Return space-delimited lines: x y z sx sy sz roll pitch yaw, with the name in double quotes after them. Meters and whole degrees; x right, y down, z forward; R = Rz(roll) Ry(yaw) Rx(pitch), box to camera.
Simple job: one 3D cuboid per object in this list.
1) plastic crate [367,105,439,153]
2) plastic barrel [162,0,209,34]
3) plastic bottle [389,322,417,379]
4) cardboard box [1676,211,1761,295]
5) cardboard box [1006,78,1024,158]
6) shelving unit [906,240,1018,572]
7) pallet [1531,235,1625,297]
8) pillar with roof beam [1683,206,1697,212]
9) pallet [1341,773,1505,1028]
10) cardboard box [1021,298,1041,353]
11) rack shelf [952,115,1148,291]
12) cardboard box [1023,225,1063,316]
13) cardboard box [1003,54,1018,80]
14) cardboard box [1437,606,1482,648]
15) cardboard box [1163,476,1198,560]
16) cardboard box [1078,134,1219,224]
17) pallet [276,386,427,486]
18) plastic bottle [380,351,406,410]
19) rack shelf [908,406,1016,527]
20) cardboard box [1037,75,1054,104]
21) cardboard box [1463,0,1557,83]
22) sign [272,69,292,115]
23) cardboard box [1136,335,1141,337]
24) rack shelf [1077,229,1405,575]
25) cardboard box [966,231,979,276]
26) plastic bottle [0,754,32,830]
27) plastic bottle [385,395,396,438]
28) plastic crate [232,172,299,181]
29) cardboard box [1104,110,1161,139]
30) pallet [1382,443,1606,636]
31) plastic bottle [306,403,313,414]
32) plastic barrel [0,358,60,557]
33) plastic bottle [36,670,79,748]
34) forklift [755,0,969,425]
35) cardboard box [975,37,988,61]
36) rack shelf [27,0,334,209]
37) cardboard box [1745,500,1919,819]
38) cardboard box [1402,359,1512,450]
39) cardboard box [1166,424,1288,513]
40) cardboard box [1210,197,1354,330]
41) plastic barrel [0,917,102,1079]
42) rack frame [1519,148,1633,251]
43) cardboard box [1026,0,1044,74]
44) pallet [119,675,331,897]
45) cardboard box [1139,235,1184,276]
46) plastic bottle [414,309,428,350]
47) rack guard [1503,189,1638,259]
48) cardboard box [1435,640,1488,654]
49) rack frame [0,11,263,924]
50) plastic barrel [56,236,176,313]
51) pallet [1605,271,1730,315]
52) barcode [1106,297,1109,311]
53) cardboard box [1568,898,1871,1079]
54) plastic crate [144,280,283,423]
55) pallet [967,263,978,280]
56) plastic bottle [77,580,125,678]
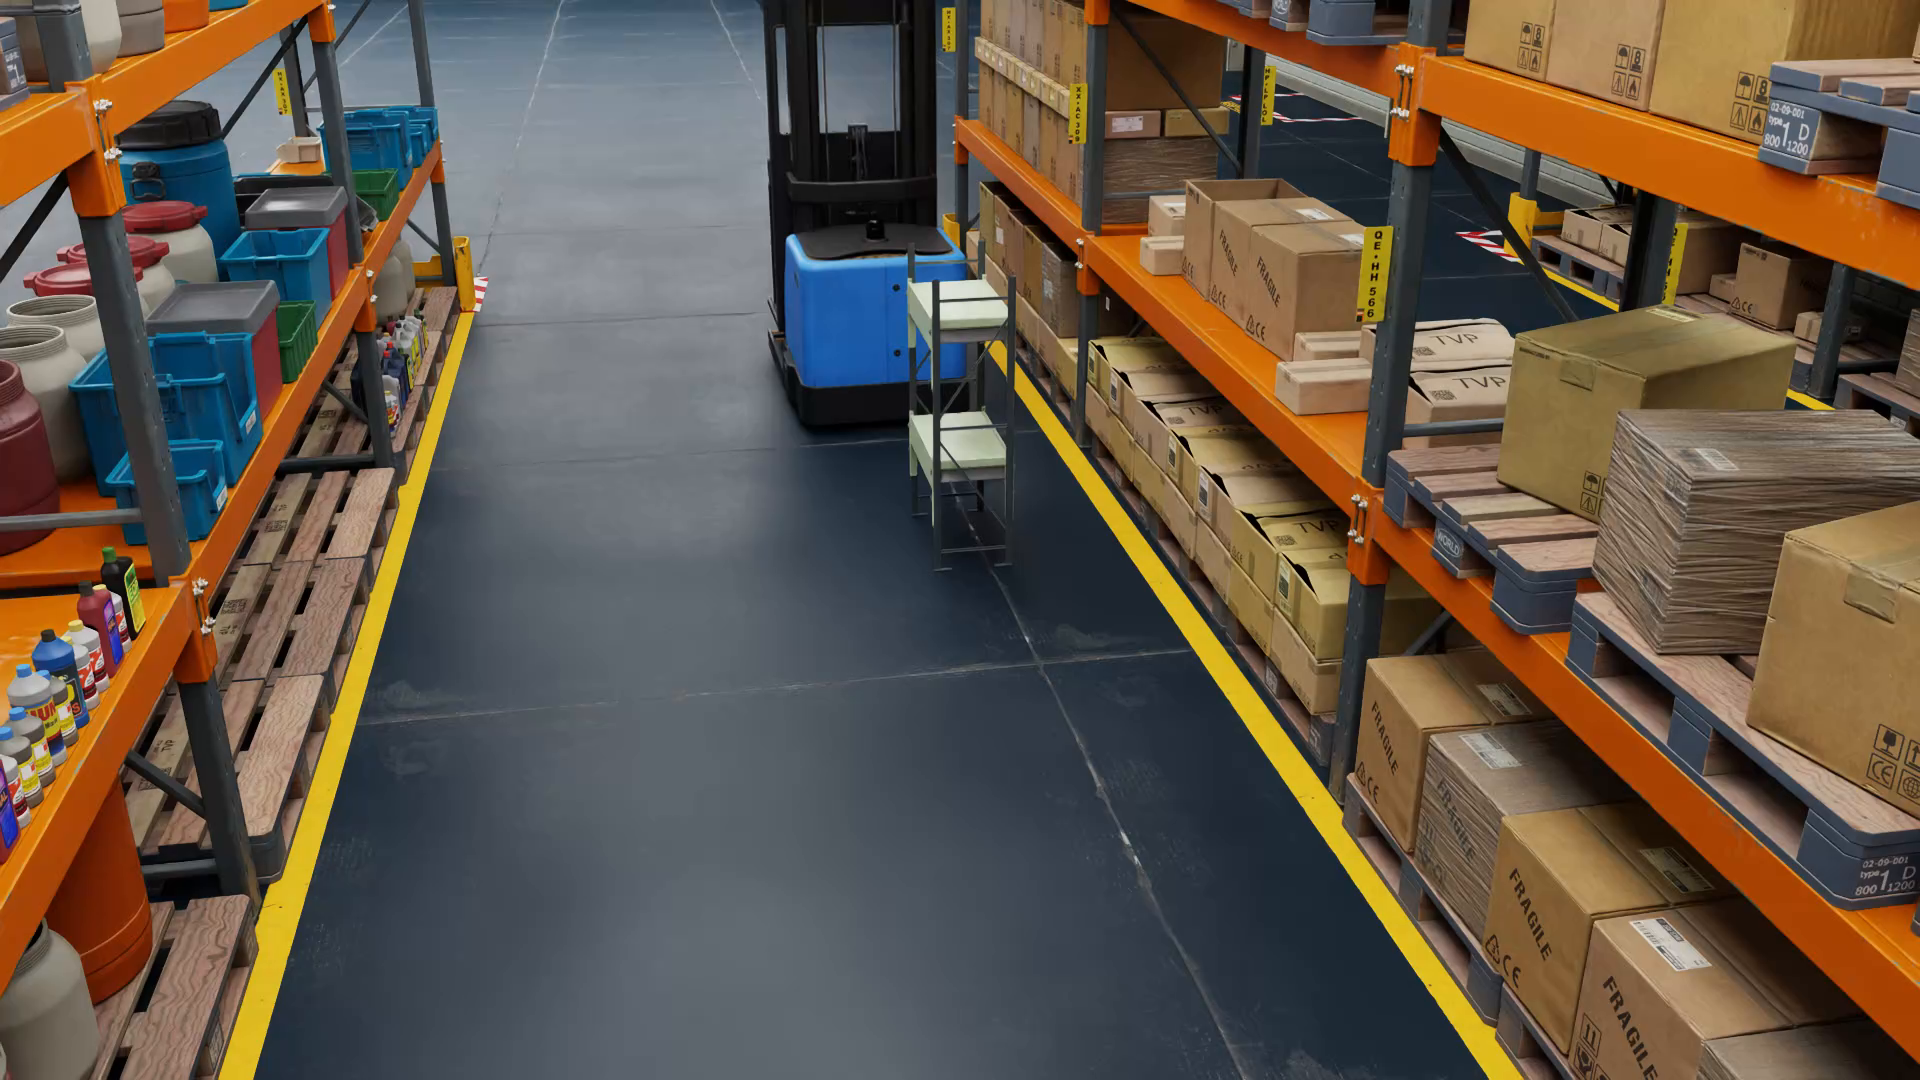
-4.021 -2.944 11.929 0.499 0.251 0.616 -4 24 -10 "plastic crate"
-2.987 -2.208 5.774 0.600 0.830 0.708 -4 24 -10 "plastic barrel"
-3.522 -1.191 10.489 0.144 0.351 0.185 -4 24 -10 "plastic bottle"
5.560 -2.181 12.570 0.700 0.500 0.500 -6 24 -13 "cardboard box"
0.723 -3.011 11.773 0.700 0.500 0.500 -4 24 -9 "cardboard box"
-0.001 -0.690 8.456 0.431 1.500 0.755 -4 24 -10 "shelving unit"
5.459 -2.290 13.730 1.003 0.211 1.213 -4 24 -10 "pallet"
2.078 -6.140 11.564 9.100 9.000 0.400 -4 24 -10 "pillar with roof beam"
2.042 1.169 5.810 1.003 0.211 1.213 -4 24 -10 "pallet"
0.711 -1.470 11.280 0.500 0.250 0.500 -4 24 -10 "cardboard box"
0.831 -2.436 11.478 1.077 0.370 4.000 -4 24 -10 "rack shelf"
0.723 -1.815 11.132 0.500 0.500 0.500 -4 24 -10 "cardboard box"
0.515 -3.319 11.666 0.380 0.149 0.250 -5 24 -12 "cardboard box"
2.133 0.177 6.806 0.500 0.311 0.500 -4 24 -8 "cardboard box"
1.317 -0.129 8.209 0.500 0.250 0.500 -4 24 -9 "cardboard box"
1.113 -2.199 9.912 0.700 0.500 0.500 -5 24 -11 "cardboard box"
-3.751 -0.603 9.867 1.003 0.211 1.213 -4 24 -10 "pallet"
-3.409 -0.950 9.936 0.144 0.351 0.185 -4 24 -8 "plastic bottle"
-0.001 -0.391 8.586 0.431 0.370 0.720 -4 24 -10 "rack shelf"
0.707 -2.913 10.736 0.380 0.149 0.250 -4 24 -8 "cardboard box"
2.055 -1.657 4.923 0.910 0.500 0.500 -4 24 -10 "cardboard box"
-4.949 -3.275 12.155 0.100 0.325 0.005 -4 24 -10 "sign"
1.413 -1.116 10.468 0.500 0.250 0.500 -4 24 -10 "cardboard box"
1.571 -0.862 7.876 1.077 0.370 4.000 -4 24 -10 "rack shelf"
0.342 -2.257 13.081 0.500 0.250 0.500 -4 24 -10 "cardboard box"
-2.262 0.584 3.914 0.097 0.201 0.097 0 24 0 "plastic bottle"
-3.296 -0.723 9.516 0.097 0.271 0.097 0 24 0 "plastic bottle"
-4.139 -1.961 9.678 0.499 0.251 0.616 -4 24 -10 "plastic crate"
0.940 -2.413 9.592 0.380 0.149 0.250 -4 24 -10 "cardboard box"
2.135 -0.056 5.370 1.213 0.211 1.003 -4 24 -10 "pallet"
-3.964 -0.895 9.906 0.152 0.276 0.135 -4 24 -10 "plastic bottle"
-3.311 -0.263 5.434 0.600 0.536 0.708 -4 24 -10 "plastic barrel"
-2.334 0.431 4.265 0.097 0.201 0.097 0 24 0 "plastic bottle"
-0.745 -2.608 11.060 1.130 2.935 3.031 -5 24 -11 "forklift"
0.322 -3.725 12.596 0.380 0.149 0.250 -4 24 -10 "cardboard box"
-3.298 -1.872 6.439 1.077 0.370 4.000 -4 24 -10 "rack shelf"
2.293 0.239 3.805 0.700 0.500 0.500 -11 26 -23 "cardboard box"
1.916 -0.511 6.283 0.500 0.311 0.500 -3 24 -6 "cardboard box"
1.318 -0.383 8.088 0.500 0.311 0.500 -4 24 -8 "cardboard box"
1.517 -1.317 7.893 0.500 0.500 0.500 -4 24 -10 "cardboard box"
-2.628 1.314 4.577 0.421 0.512 0.421 0 24 0 "plastic barrel"
5.329 -3.920 13.978 1.000 3.000 0.127 -4 24 -10 "rack frame"
0.834 -3.385 11.008 0.700 0.500 0.500 -4 24 -10 "cardboard box"
-3.033 0.930 6.357 1.003 0.211 1.213 -4 24 -10 "pallet"
1.164 -1.500 8.751 0.380 0.149 0.250 -4 24 -10 "cardboard box"
-3.597 -1.409 11.073 0.061 0.283 0.133 -4 24 -8 "plastic bottle"
5.343 -2.745 14.410 1.175 0.500 0.348 -4 24 -10 "rack guard"
2.133 0.434 6.918 0.500 0.250 0.500 -4 24 -10 "cardboard box"
-2.928 -0.040 5.095 1.000 3.000 0.127 -4 24 -10 "rack frame"
-3.570 -0.995 7.110 0.433 0.535 0.433 0 24 0 "plastic barrel"
5.681 -1.811 12.634 1.003 0.211 1.213 -4 24 -10 "pallet"
0.839 -1.344 9.453 0.001 0.075 0.075 -4 24 -10 "barcode"
2.036 1.347 4.492 0.500 0.500 0.500 -5 24 -12 "cardboard box"
-2.926 -0.728 6.589 0.402 0.464 0.583 -4 24 -10 "plastic crate"
0.644 -1.977 13.012 1.003 0.211 1.213 -4 24 -10 "pallet"
-2.391 0.231 4.618 0.061 0.283 0.133 -4 24 -10 "plastic bottle"
